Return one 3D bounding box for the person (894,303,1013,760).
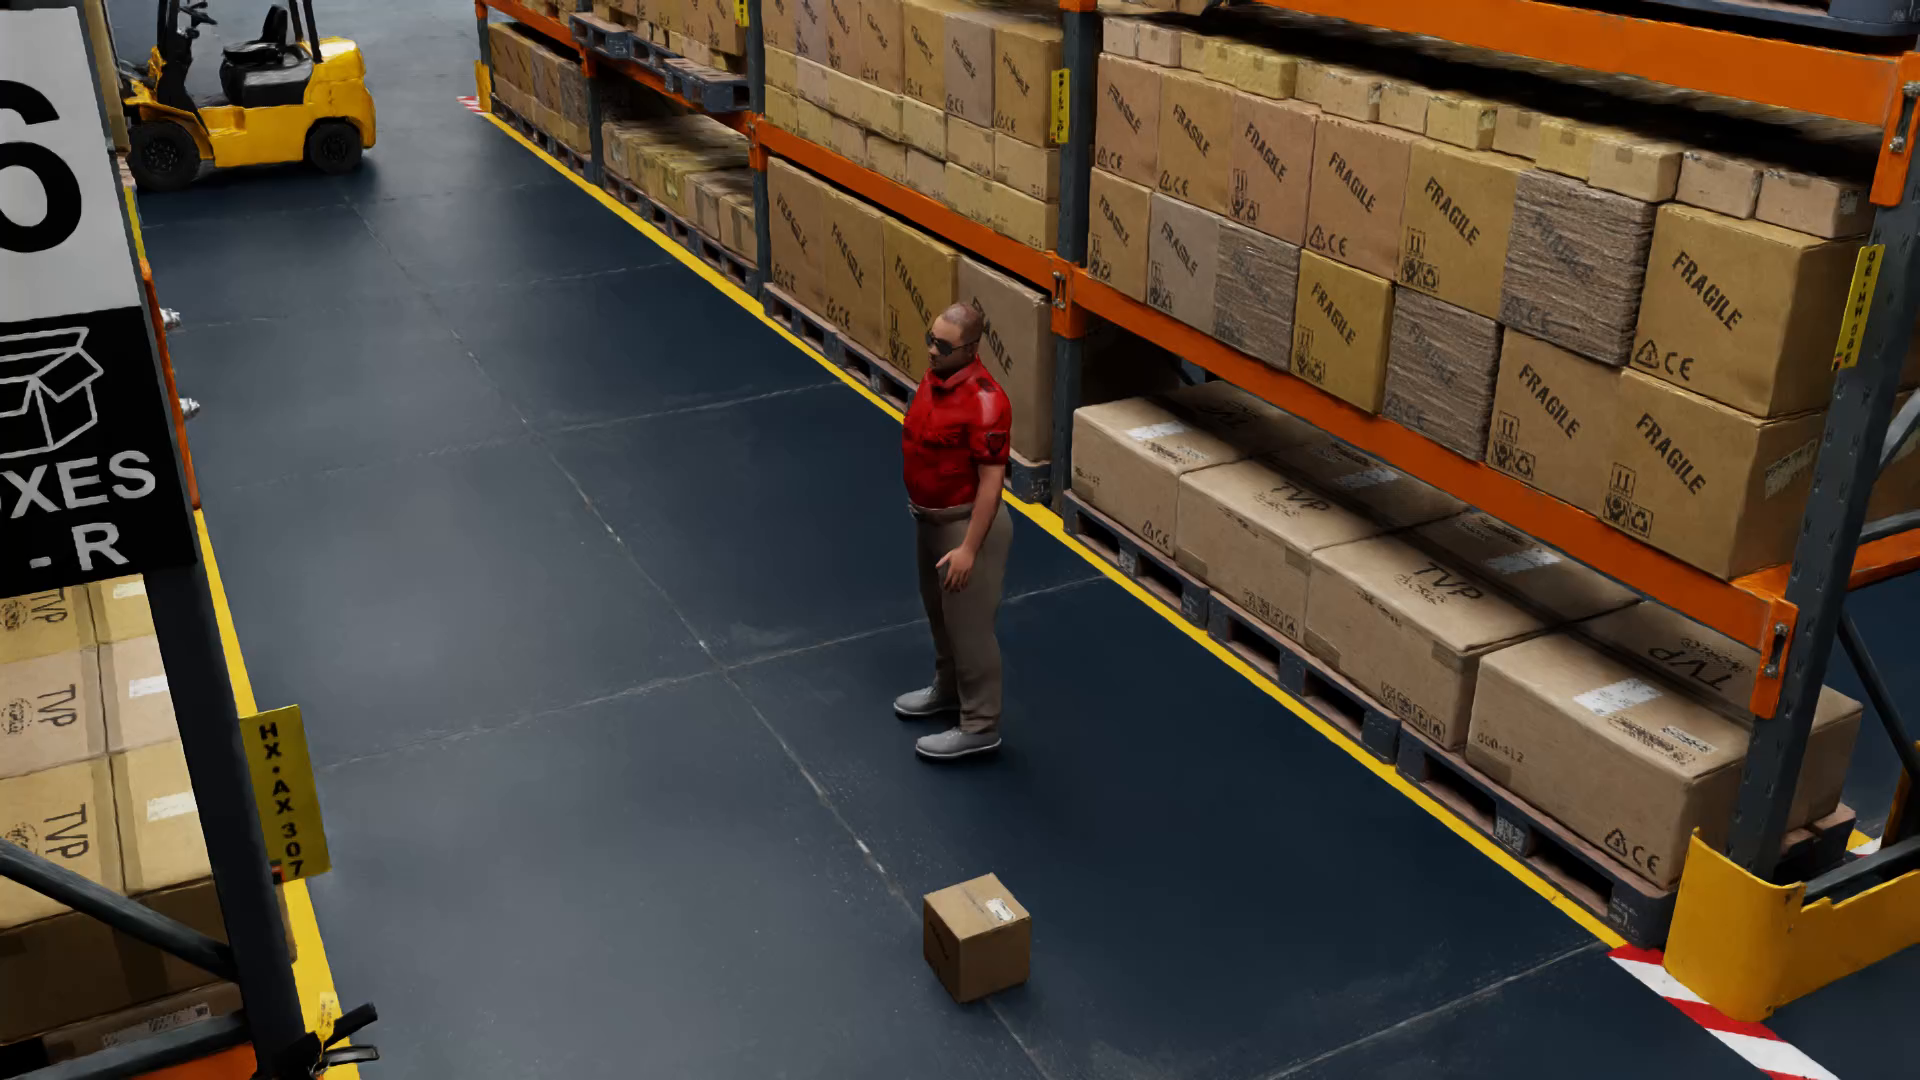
[{"bbox_3d":[-0.032,-0.031,6.148,0.397,1.736,0.570,-12,28,-23],"label":"person"}]
